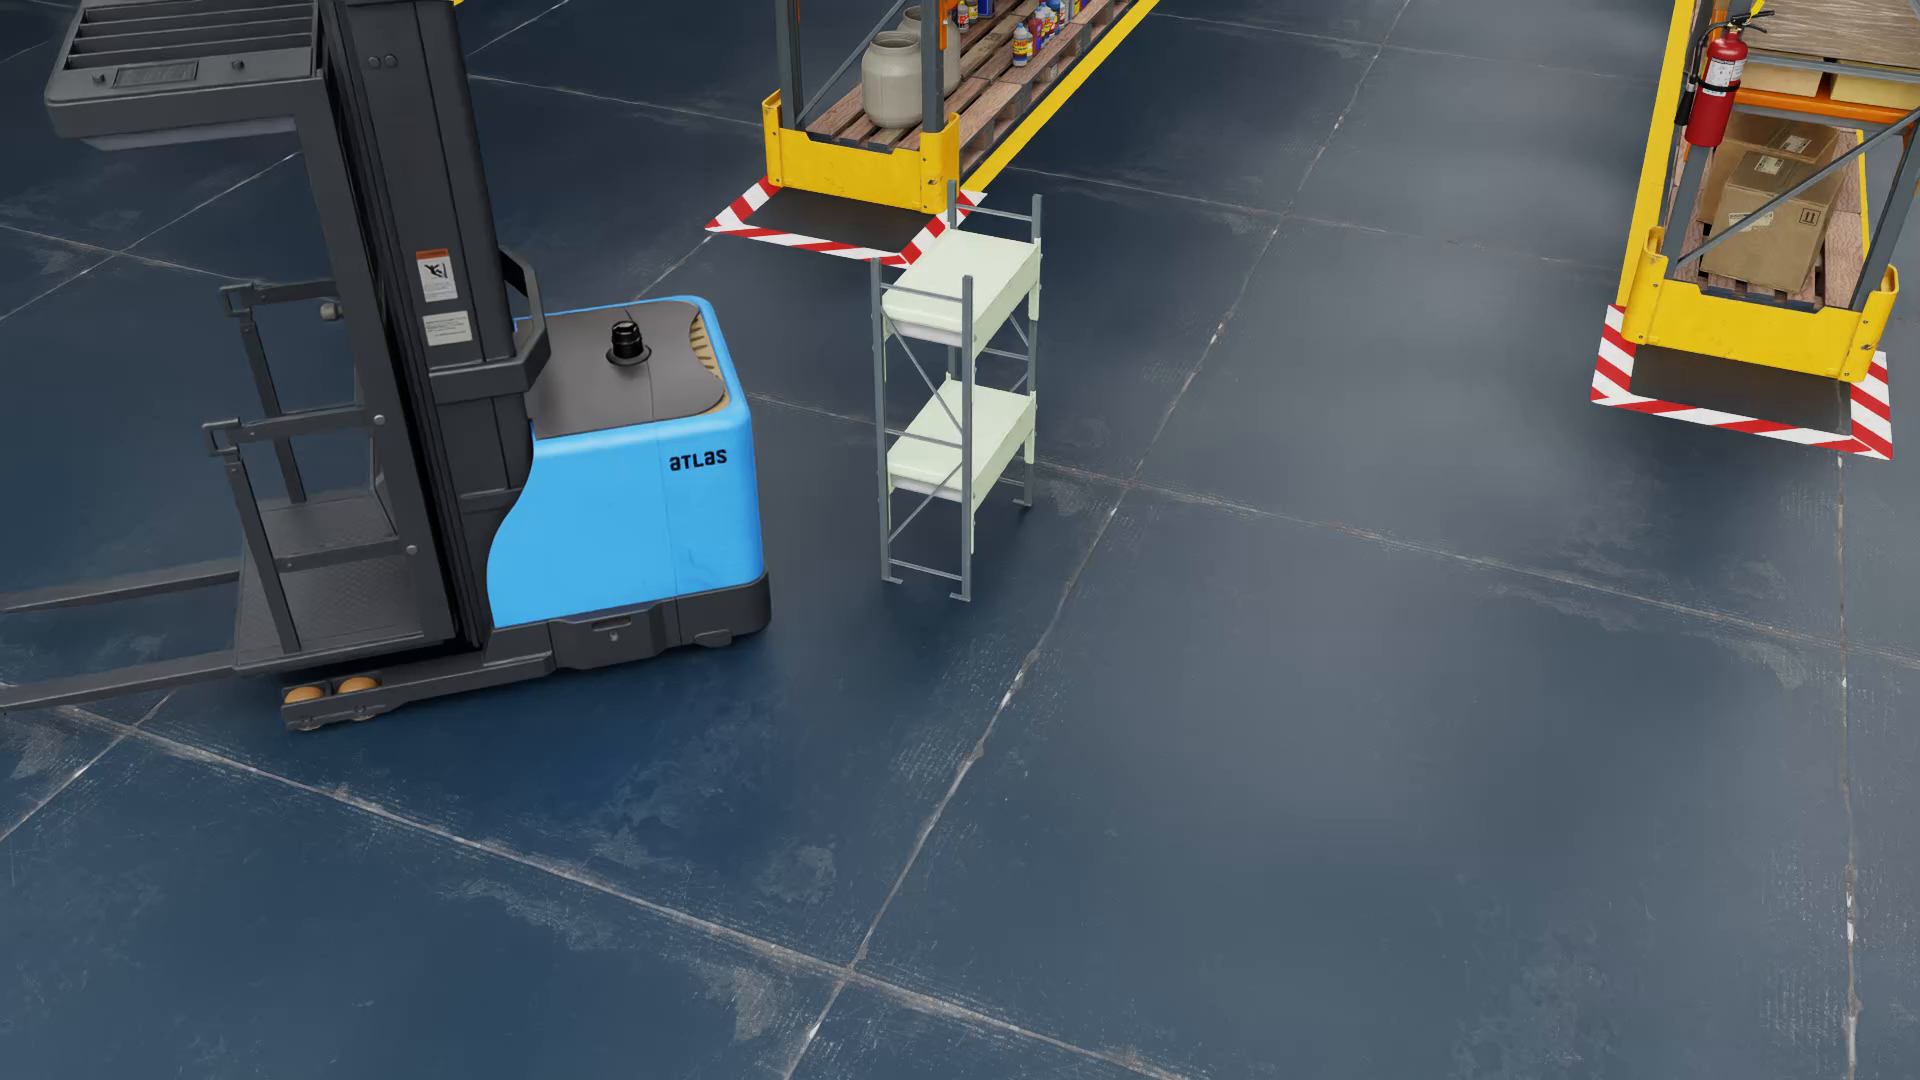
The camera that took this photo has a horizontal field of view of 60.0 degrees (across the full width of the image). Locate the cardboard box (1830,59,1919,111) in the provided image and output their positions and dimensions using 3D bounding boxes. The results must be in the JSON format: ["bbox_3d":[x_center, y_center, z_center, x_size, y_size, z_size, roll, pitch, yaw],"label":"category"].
[{"bbox_3d":[4.333,-2.164,7.849,0.380,0.149,0.250,14,39,18],"label":"cardboard box"}]

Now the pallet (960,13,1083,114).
[{"bbox_3d":[0.189,-3.347,11.551,1.003,0.211,1.213,14,39,18],"label":"pallet"}]

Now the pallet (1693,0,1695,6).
[{"bbox_3d":[6.284,-4.368,12.917,1.003,0.211,1.213,14,39,18],"label":"pallet"}]

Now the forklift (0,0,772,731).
[{"bbox_3d":[-2.336,-0.808,5.883,3.031,2.935,1.130,-10,38,-13],"label":"forklift"}]

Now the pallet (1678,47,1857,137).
[{"bbox_3d":[5.303,-2.879,10.925,1.003,0.211,1.213,14,39,18],"label":"pallet"}]

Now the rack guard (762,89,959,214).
[{"bbox_3d":[-0.591,-2.341,9.964,1.175,0.500,0.348,14,39,18],"label":"rack guard"}]

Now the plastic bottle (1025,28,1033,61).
[{"bbox_3d":[0.441,-3.334,11.176,0.097,0.201,0.097,0,37,0],"label":"plastic bottle"}]

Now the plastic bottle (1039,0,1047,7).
[{"bbox_3d":[0.607,-3.819,11.756,0.061,0.283,0.133,14,39,18],"label":"plastic bottle"}]

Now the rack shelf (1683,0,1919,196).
[{"bbox_3d":[4.765,-2.980,9.332,1.077,0.370,4.000,14,39,18],"label":"rack shelf"}]

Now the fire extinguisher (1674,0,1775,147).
[{"bbox_3d":[3.534,-2.171,7.714,0.296,0.674,0.183,14,39,18],"label":"fire extinguisher"}]

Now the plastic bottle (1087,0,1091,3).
[{"bbox_3d":[0.894,-4.090,12.062,0.144,0.351,0.185,12,38,15],"label":"plastic bottle"}]

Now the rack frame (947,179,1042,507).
[{"bbox_3d":[0.137,-0.800,7.067,0.400,1.500,0.023,14,39,18],"label":"rack frame"}]

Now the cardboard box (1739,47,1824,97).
[{"bbox_3d":[3.922,-2.265,7.985,0.380,0.149,0.250,14,39,18],"label":"cardboard box"}]

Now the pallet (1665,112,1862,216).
[{"bbox_3d":[4.841,-2.201,10.018,1.003,0.211,1.213,14,39,18],"label":"pallet"}]

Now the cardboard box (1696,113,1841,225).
[{"bbox_3d":[4.453,-2.008,9.169,0.500,0.500,0.500,25,43,29],"label":"cardboard box"}]

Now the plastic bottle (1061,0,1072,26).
[{"bbox_3d":[0.706,-3.792,11.726,0.152,0.276,0.135,15,39,19],"label":"plastic bottle"}]

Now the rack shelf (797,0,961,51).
[{"bbox_3d":[0.185,-4.108,10.842,1.077,0.370,4.000,14,39,18],"label":"rack shelf"}]

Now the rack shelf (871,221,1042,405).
[{"bbox_3d":[-0.003,-0.910,6.562,0.431,0.370,0.720,14,39,18],"label":"rack shelf"}]

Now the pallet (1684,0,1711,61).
[{"bbox_3d":[5.821,-3.690,12.010,1.003,0.211,1.213,14,39,18],"label":"pallet"}]

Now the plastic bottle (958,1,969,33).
[{"bbox_3d":[0.014,-3.653,11.602,0.097,0.201,0.097,0,37,0],"label":"plastic bottle"}]

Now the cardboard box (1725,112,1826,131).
[{"bbox_3d":[4.709,-2.351,9.627,0.500,0.500,0.500,18,40,22],"label":"cardboard box"}]

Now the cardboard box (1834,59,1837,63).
[{"bbox_3d":[4.446,-2.298,8.028,0.380,0.149,0.250,14,39,18],"label":"cardboard box"}]

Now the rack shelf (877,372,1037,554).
[{"bbox_3d":[-0.003,-0.336,6.991,0.431,0.370,0.720,14,39,18],"label":"rack shelf"}]

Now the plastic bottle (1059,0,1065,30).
[{"bbox_3d":[0.686,-3.691,11.652,0.097,0.201,0.097,0,37,0],"label":"plastic bottle"}]

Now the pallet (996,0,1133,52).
[{"bbox_3d":[0.652,-4.024,12.458,1.003,0.211,1.213,14,39,18],"label":"pallet"}]

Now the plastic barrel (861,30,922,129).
[{"bbox_3d":[-0.397,-2.842,10.275,0.421,0.512,0.421,0,37,0],"label":"plastic barrel"}]

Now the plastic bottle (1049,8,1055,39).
[{"bbox_3d":[0.608,-3.577,11.500,0.097,0.201,0.097,0,37,0],"label":"plastic bottle"}]

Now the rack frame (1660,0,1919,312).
[{"bbox_3d":[4.004,-2.161,7.635,1.000,3.000,0.127,14,39,18],"label":"rack frame"}]

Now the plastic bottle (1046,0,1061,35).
[{"bbox_3d":[0.647,-3.663,11.556,0.097,0.271,0.097,0,37,0],"label":"plastic bottle"}]

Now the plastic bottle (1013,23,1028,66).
[{"bbox_3d":[0.402,-3.305,11.078,0.097,0.271,0.097,0,37,0],"label":"plastic bottle"}]

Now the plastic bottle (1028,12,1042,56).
[{"bbox_3d":[0.505,-3.431,11.236,0.061,0.283,0.133,14,39,18],"label":"plastic bottle"}]

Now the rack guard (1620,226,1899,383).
[{"bbox_3d":[4.033,-1.202,8.440,1.175,0.500,0.348,14,39,18],"label":"rack guard"}]

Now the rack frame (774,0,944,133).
[{"bbox_3d":[-0.576,-3.289,9.145,1.000,3.000,0.127,14,39,18],"label":"rack frame"}]

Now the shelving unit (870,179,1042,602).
[{"bbox_3d":[-0.003,-0.597,6.796,0.431,1.500,0.755,14,39,18],"label":"shelving unit"}]

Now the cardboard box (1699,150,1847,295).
[{"bbox_3d":[4.257,-1.670,8.715,0.500,0.500,0.500,21,42,26],"label":"cardboard box"}]

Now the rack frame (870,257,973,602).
[{"bbox_3d":[-0.142,-0.394,6.525,0.400,1.500,0.023,14,39,18],"label":"rack frame"}]

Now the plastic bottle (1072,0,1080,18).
[{"bbox_3d":[0.771,-3.912,11.823,0.144,0.351,0.185,14,39,17],"label":"plastic bottle"}]

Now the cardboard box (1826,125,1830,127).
[{"bbox_3d":[4.962,-2.649,10.026,0.500,0.500,0.500,11,38,14],"label":"cardboard box"}]

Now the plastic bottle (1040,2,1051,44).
[{"bbox_3d":[0.570,-3.550,11.406,0.097,0.271,0.097,0,37,0],"label":"plastic bottle"}]

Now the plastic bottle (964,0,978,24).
[{"bbox_3d":[0.079,-3.760,11.745,0.097,0.201,0.097,0,37,0],"label":"plastic bottle"}]

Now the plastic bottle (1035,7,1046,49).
[{"bbox_3d":[0.532,-3.495,11.332,0.097,0.271,0.097,0,37,0],"label":"plastic bottle"}]

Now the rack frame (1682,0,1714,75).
[{"bbox_3d":[5.526,-4.375,10.598,1.000,3.000,0.127,14,39,18],"label":"rack frame"}]

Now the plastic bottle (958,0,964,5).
[{"bbox_3d":[-0.050,-3.824,11.705,0.144,0.351,0.185,15,39,20],"label":"plastic bottle"}]

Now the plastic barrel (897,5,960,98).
[{"bbox_3d":[-0.206,-3.120,10.646,0.421,0.512,0.421,0,37,0],"label":"plastic barrel"}]

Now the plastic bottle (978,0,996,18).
[{"bbox_3d":[0.168,-3.877,11.839,0.152,0.276,0.135,14,39,18],"label":"plastic bottle"}]

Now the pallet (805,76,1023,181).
[{"bbox_3d":[-0.277,-2.673,10.650,1.003,0.211,1.213,14,39,18],"label":"pallet"}]

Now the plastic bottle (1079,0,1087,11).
[{"bbox_3d":[0.871,-3.964,11.949,0.061,0.283,0.133,16,40,21],"label":"plastic bottle"}]

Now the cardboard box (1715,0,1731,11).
[{"bbox_3d":[4.318,-2.922,8.322,0.875,0.500,0.500,14,39,18],"label":"cardboard box"}]

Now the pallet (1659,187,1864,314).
[{"bbox_3d":[4.375,-1.528,9.117,1.003,0.211,1.213,14,39,18],"label":"pallet"}]

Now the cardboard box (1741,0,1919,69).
[{"bbox_3d":[4.239,-2.618,7.915,0.875,0.500,0.500,14,39,18],"label":"cardboard box"}]

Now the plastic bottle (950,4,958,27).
[{"bbox_3d":[-0.063,-3.603,11.467,0.061,0.283,0.133,14,39,18],"label":"plastic bottle"}]
